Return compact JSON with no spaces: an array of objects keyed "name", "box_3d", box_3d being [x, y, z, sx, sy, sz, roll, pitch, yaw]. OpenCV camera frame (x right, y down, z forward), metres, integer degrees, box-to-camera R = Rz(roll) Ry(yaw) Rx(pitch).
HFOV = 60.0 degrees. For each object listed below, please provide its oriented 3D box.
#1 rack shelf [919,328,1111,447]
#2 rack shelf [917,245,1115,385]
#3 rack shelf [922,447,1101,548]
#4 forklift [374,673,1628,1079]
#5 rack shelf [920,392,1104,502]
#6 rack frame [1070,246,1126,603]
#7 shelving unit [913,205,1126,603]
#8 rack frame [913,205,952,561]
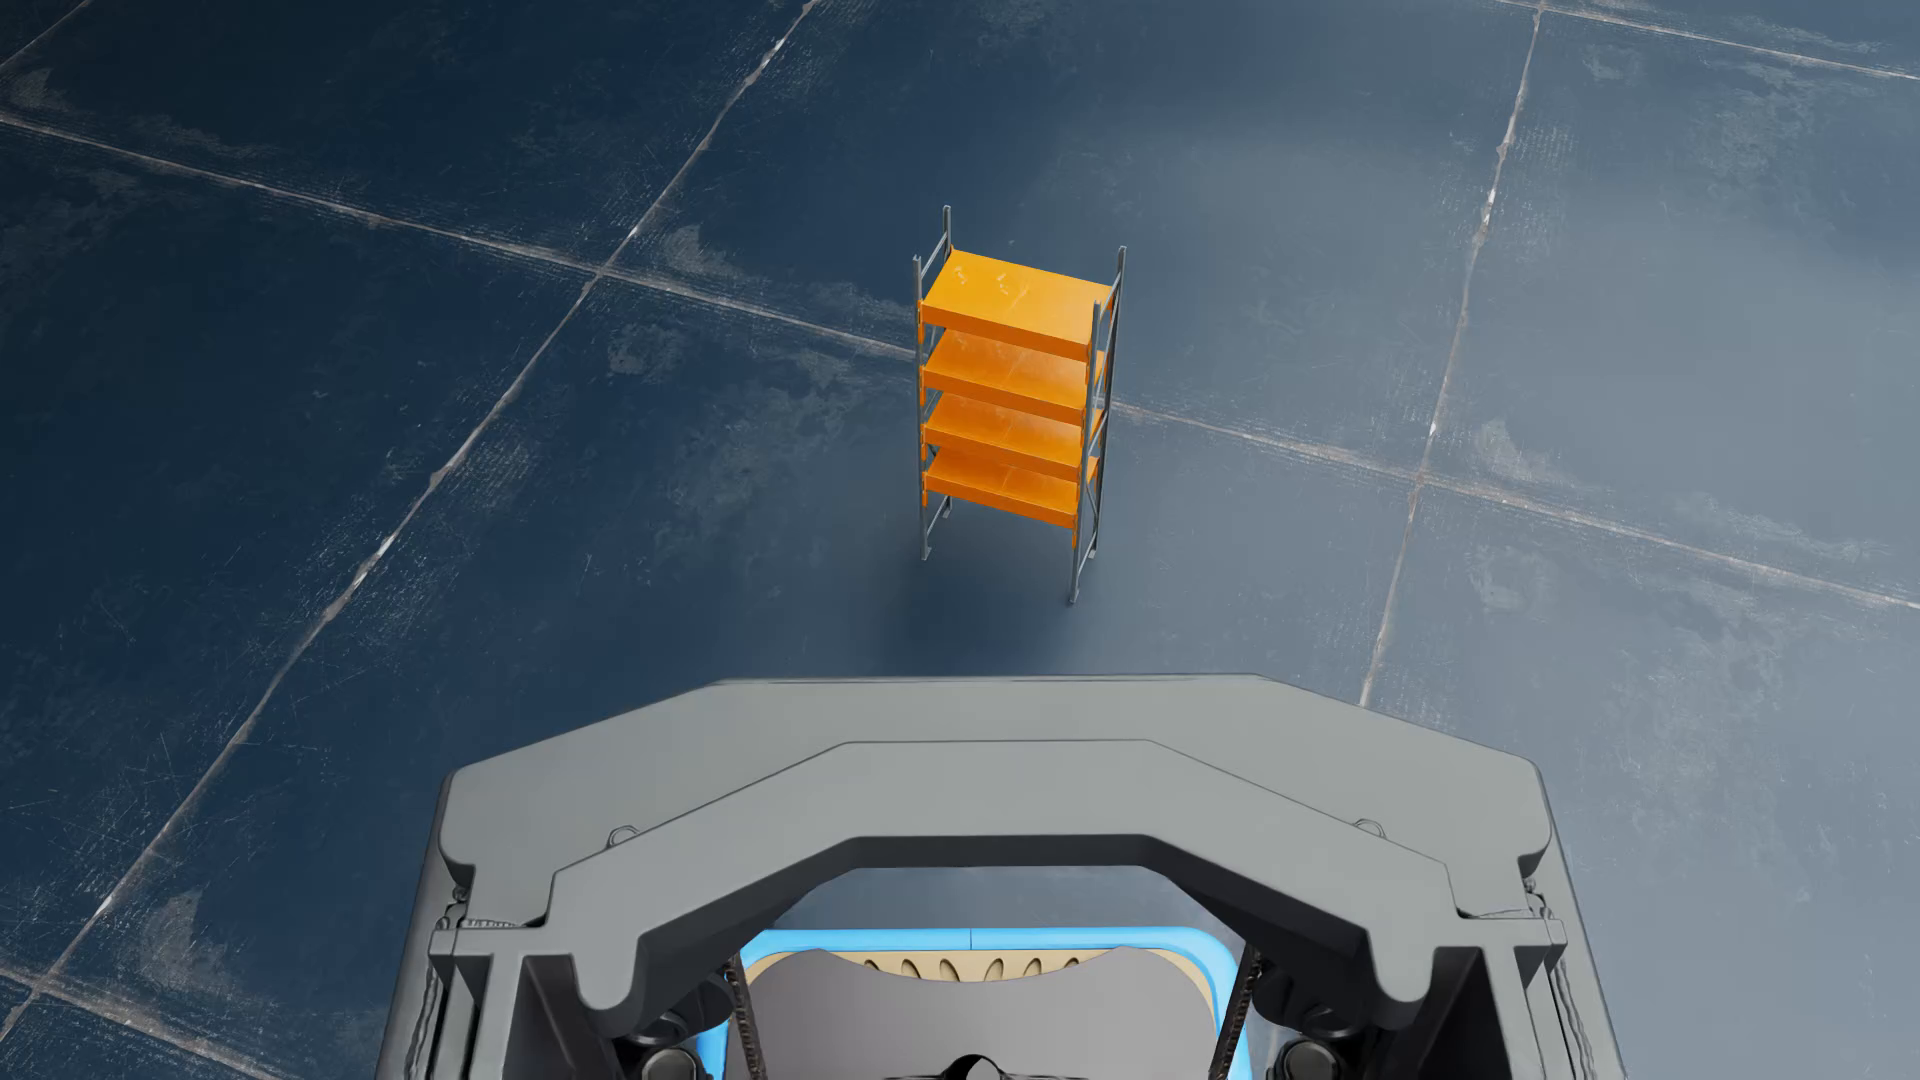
[{"name":"rack shelf","box_3d":[0.155,-0.452,4.641,0.480,0.148,0.258,16,51,13]},{"name":"rack shelf","box_3d":[0.155,-0.607,4.462,0.480,0.148,0.258,16,51,13]},{"name":"rack shelf","box_3d":[0.155,-0.176,4.960,0.480,0.148,0.258,16,51,13]},{"name":"forklift","box_3d":[0.034,1.607,1.918,1.130,2.935,3.031,0,49,0]},{"name":"rack shelf","box_3d":[0.155,-0.306,4.810,0.480,0.148,0.258,16,51,13]},{"name":"rack frame","box_3d":[0.384,-0.286,4.704,0.015,1.200,0.240,16,51,13]},{"name":"shelving unit","box_3d":[0.155,-0.350,4.759,0.503,1.200,0.258,16,51,13]},{"name":"rack frame","box_3d":[-0.074,-0.414,4.814,0.015,1.200,0.240,16,51,13]}]
